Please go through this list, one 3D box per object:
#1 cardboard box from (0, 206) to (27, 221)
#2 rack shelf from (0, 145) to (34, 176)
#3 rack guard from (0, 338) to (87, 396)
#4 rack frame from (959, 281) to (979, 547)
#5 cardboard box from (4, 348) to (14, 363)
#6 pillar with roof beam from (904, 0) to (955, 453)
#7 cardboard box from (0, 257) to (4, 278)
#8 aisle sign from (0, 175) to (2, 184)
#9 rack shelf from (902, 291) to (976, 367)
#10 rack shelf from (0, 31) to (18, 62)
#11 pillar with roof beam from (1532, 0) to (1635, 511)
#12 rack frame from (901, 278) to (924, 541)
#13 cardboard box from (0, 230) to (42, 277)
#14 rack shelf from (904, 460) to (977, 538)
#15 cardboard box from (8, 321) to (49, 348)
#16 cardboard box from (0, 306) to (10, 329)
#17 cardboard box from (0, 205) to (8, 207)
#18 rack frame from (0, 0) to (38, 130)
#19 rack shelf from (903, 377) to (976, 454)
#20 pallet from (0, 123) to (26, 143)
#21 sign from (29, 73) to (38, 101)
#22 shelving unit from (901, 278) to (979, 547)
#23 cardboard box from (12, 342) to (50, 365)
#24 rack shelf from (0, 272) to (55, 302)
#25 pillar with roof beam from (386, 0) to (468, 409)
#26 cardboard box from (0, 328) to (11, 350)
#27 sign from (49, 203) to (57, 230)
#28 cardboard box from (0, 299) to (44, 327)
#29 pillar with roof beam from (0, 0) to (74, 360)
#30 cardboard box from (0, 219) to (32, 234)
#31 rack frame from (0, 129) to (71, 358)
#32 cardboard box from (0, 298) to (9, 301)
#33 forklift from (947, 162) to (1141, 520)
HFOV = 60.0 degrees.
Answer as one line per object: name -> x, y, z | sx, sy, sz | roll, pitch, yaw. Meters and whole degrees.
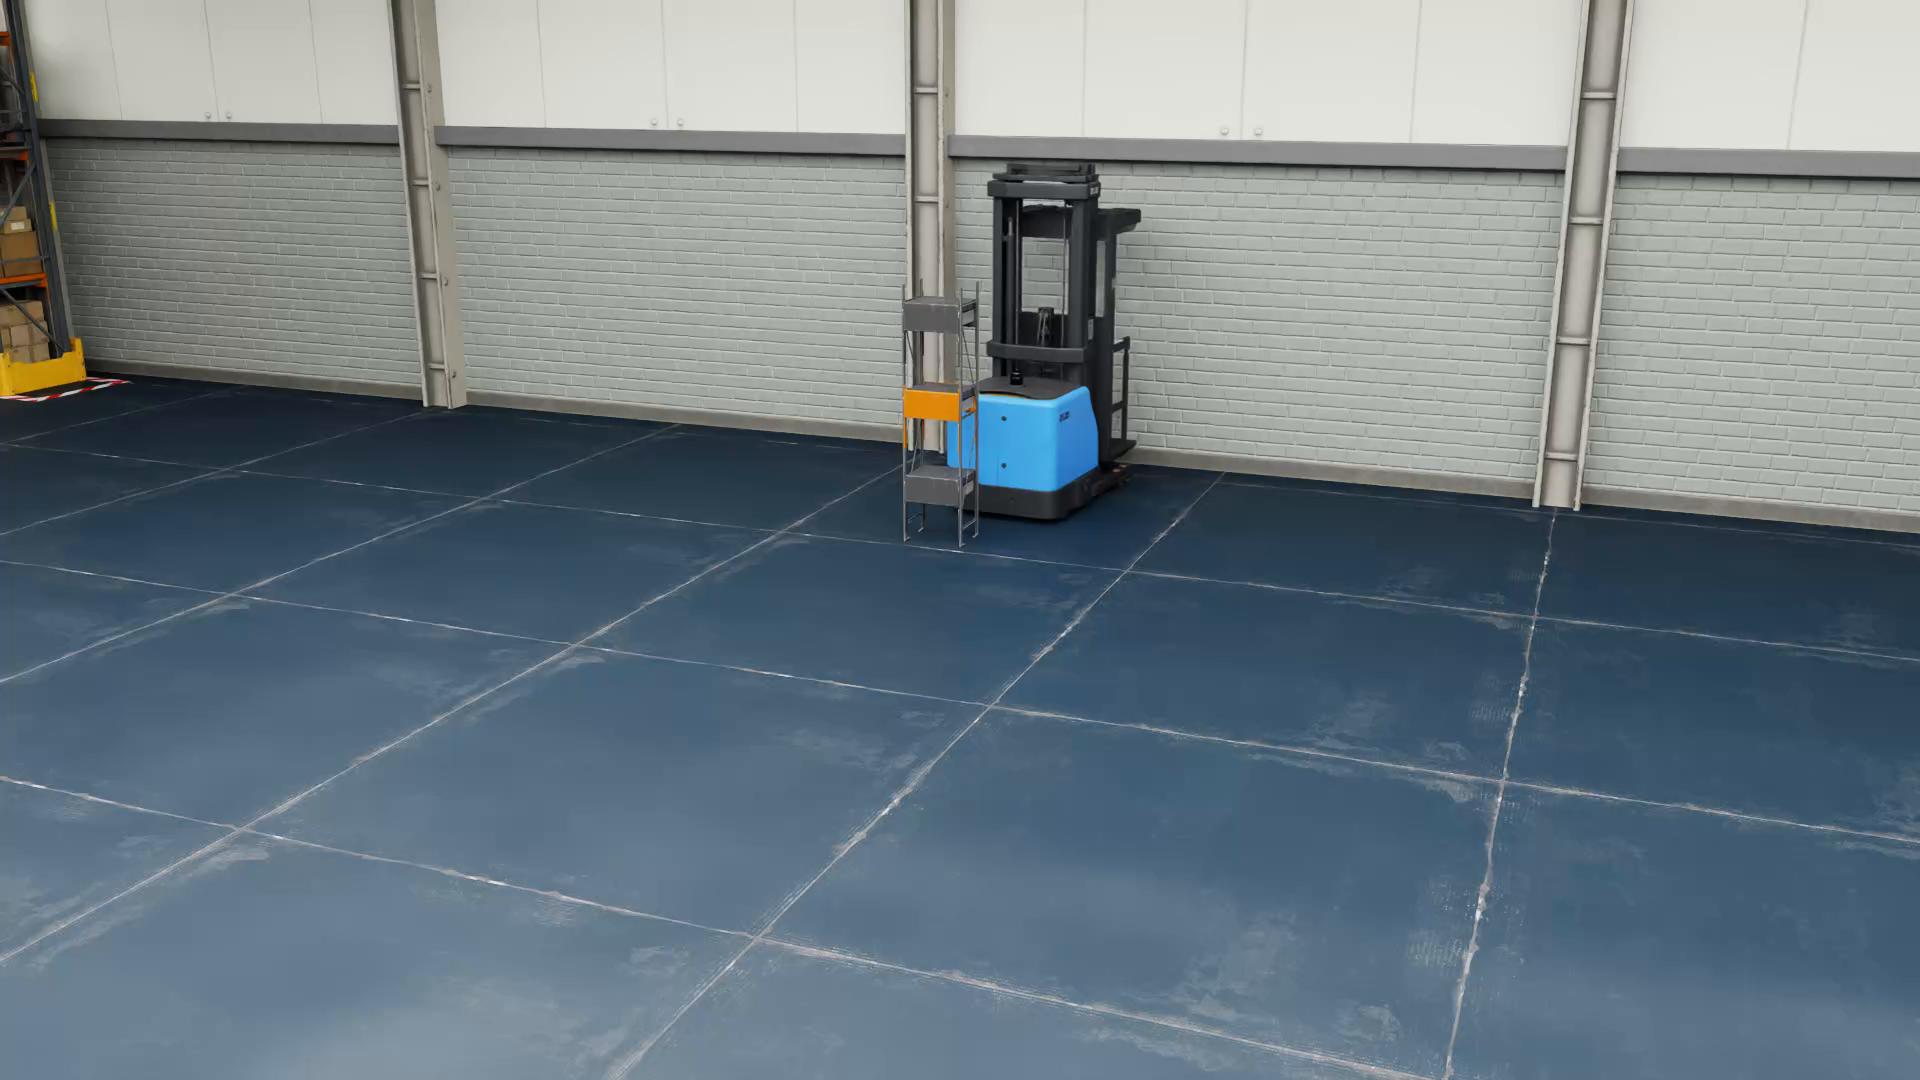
cardboard box -> -11.366, -3.884, 19.796 | 0.250, 0.149, 0.380 | 6, 17, 20
rack shelf -> -12.992, -4.592, 20.020 | 4.000, 0.370, 1.077 | 6, 17, 21
rack guard -> -11.109, -2.089, 19.973 | 0.348, 0.500, 1.175 | 6, 17, 21
rack frame -> 0.073, -1.000, 13.353 | 0.015, 2.100, 0.400 | 6, 17, 21
cardboard box -> -11.685, -2.139, 19.841 | 0.500, 0.250, 0.500 | 6, 17, 21
pillar with roof beam -> -1.865, -4.134, 11.773 | 0.400, 9.000, 9.100 | 6, 17, 21
cardboard box -> -11.686, -3.322, 19.558 | 0.500, 0.500, 0.500 | 6, 17, 19
aisle sign -> -11.178, -4.457, 18.985 | 0.004, 0.787, 0.394 | 6, 17, 21
rack shelf -> -0.154, -1.684, 13.248 | 0.480, 0.518, 0.431 | 6, 17, 21
rack shelf -> -12.992, -5.840, 19.657 | 4.000, 0.370, 1.077 | 6, 17, 21
pillar with roof beam -> 3.716, -3.520, 9.658 | 0.400, 9.000, 9.100 | 6, 17, 21
rack frame -> -0.381, -1.050, 13.525 | 0.015, 2.100, 0.400 | 6, 17, 21
cardboard box -> -11.491, -3.463, 20.041 | 0.500, 0.500, 0.500 | 7, 18, 22
rack shelf -> -0.154, -0.340, 13.638 | 0.480, 0.518, 0.431 | 6, 17, 21
cardboard box -> -11.493, -2.515, 20.239 | 0.500, 0.250, 0.500 | 7, 17, 22
cardboard box -> -11.675, -2.620, 19.702 | 0.500, 0.250, 0.500 | 7, 18, 22
cardboard box -> -11.590, -3.927, 19.946 | 0.250, 0.149, 0.380 | 7, 18, 23
rack frame -> -11.132, -6.173, 18.796 | 0.127, 3.000, 1.000 | 6, 17, 21
rack shelf -> -0.154, -1.012, 13.443 | 0.480, 0.518, 0.431 | 6, 17, 21
pallet -> -11.780, -4.769, 19.499 | 1.213, 0.211, 1.003 | 6, 17, 21
sign -> -10.923, -5.334, 19.575 | 0.005, 0.325, 0.100 | 6, 17, 21
shelving unit -> -0.154, -1.025, 13.439 | 0.503, 2.100, 0.431 | 6, 17, 21
cardboard box -> -11.517, -2.274, 20.305 | 0.500, 0.250, 0.500 | 6, 17, 21
rack shelf -> -12.992, -3.151, 20.438 | 4.000, 0.370, 1.077 | 6, 17, 21
pillar with roof beam -> -7.447, -4.748, 13.887 | 0.400, 9.000, 9.100 | 6, 17, 21
cardboard box -> -11.699, -2.382, 19.780 | 0.500, 0.250, 0.500 | 6, 17, 20
sign -> -10.923, -3.889, 19.995 | 0.005, 0.325, 0.100 | 6, 17, 21
cardboard box -> -11.509, -2.752, 20.157 | 0.500, 0.250, 0.500 | 6, 17, 20
pillar with roof beam -> -13.028, -5.361, 16.001 | 0.400, 9.000, 9.100 | 6, 17, 21
cardboard box -> -11.352, -3.753, 19.880 | 0.250, 0.149, 0.380 | 6, 17, 19
rack frame -> -11.132, -3.292, 19.633 | 0.127, 3.000, 1.000 | 6, 17, 21
cardboard box -> -11.976, -2.802, 20.329 | 0.500, 0.250, 0.500 | 6, 17, 21
forklift -> 0.962, -1.945, 15.118 | 1.130, 2.935, 3.031 | 8, 18, 24
